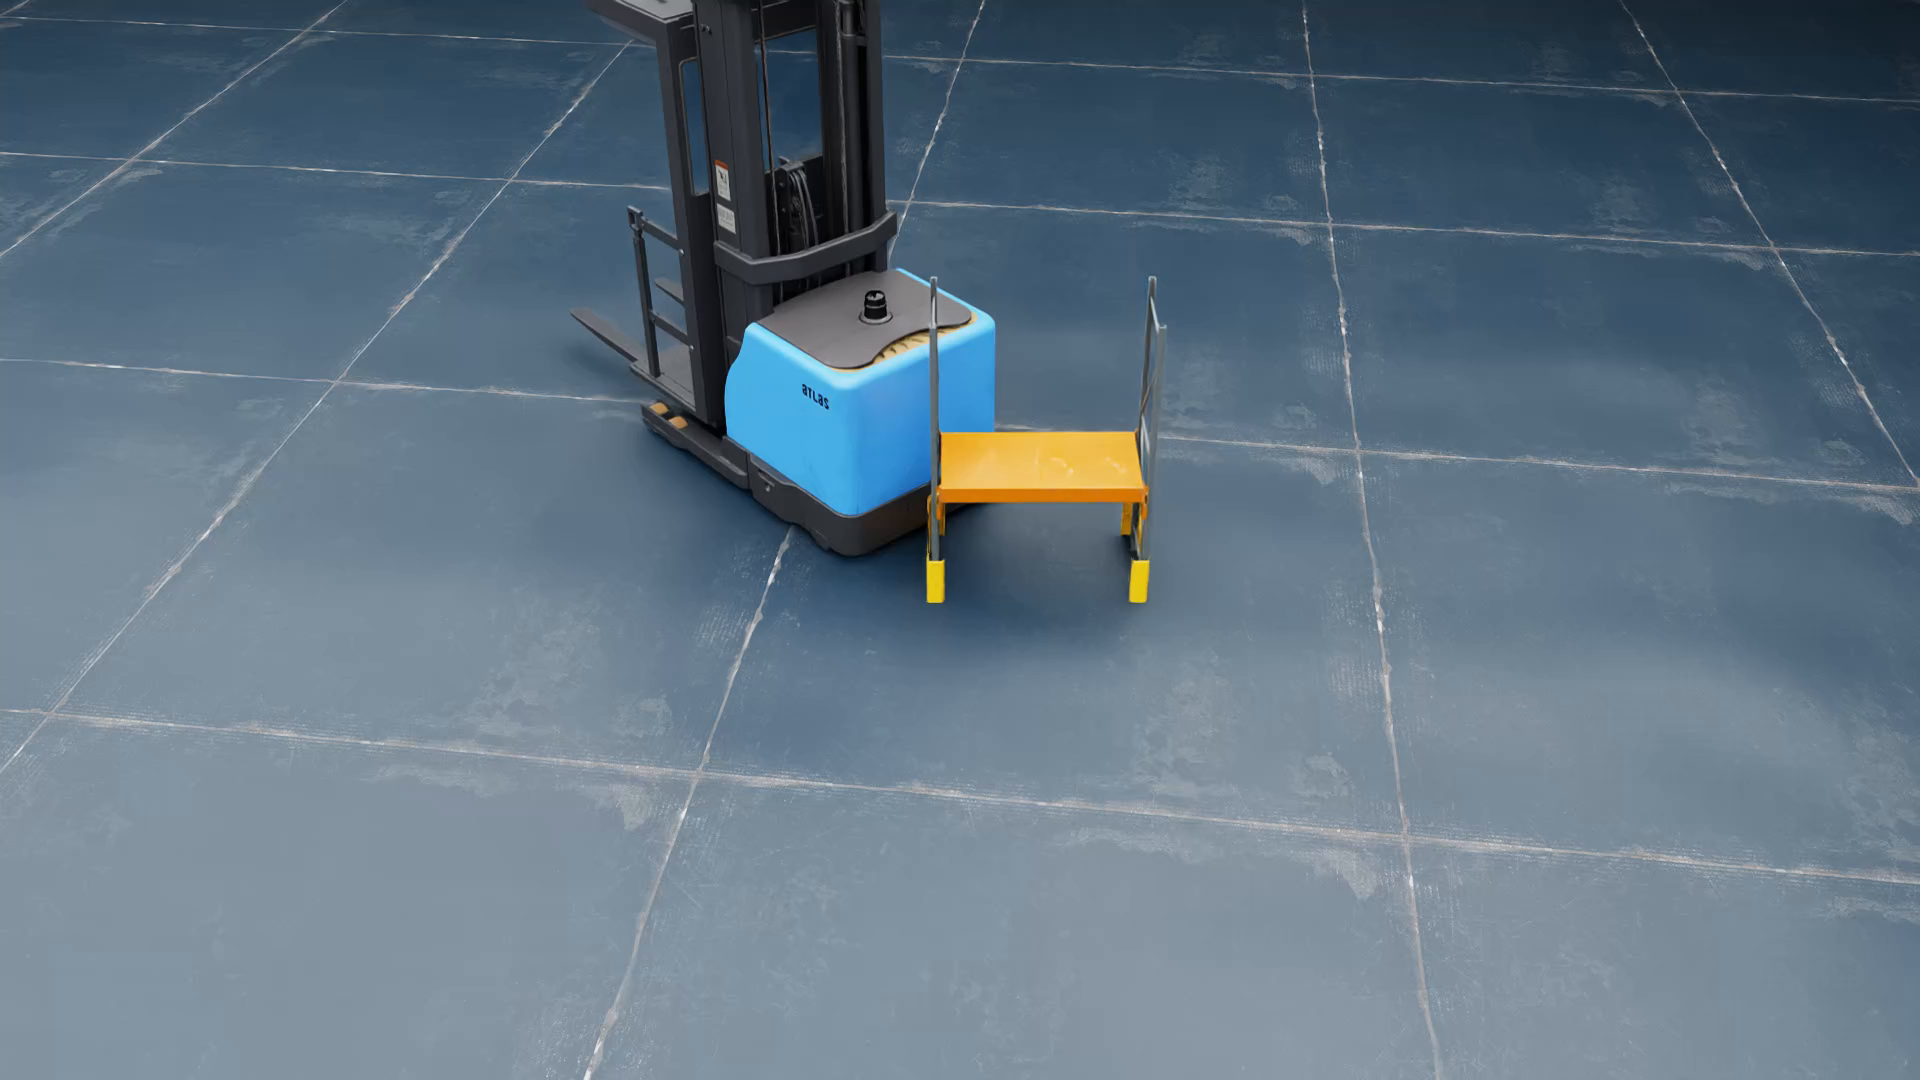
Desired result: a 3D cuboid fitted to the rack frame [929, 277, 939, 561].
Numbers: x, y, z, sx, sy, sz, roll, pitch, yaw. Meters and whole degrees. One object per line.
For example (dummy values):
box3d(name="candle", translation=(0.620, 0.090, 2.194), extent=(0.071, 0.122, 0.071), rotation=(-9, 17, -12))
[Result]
box3d(name="rack frame", translation=(-0.121, -0.469, 7.974), extent=(0.032, 1.500, 0.500), rotation=(0, 36, 0))

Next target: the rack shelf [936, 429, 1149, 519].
box3d(name="rack shelf", translation=(0.387, -0.324, 8.079), extent=(1.000, 0.185, 0.538), rotation=(0, 36, 0))

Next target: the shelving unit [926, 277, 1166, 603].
box3d(name="shelving unit", translation=(0.378, -0.470, 7.975), extent=(1.083, 1.500, 0.587), rotation=(0, 36, 0))

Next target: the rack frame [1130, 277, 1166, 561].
box3d(name="rack frame", translation=(0.895, -0.471, 7.976), extent=(0.032, 1.500, 0.500), rotation=(0, 36, 0))

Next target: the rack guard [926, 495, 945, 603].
box3d(name="rack guard", translation=(-0.120, 0.039, 8.337), extent=(0.087, 0.250, 0.587), rotation=(0, 36, 0))

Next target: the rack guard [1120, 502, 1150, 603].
box3d(name="rack guard", translation=(0.876, 0.038, 8.339), extent=(0.087, 0.250, 0.587), rotation=(0, 36, 0))

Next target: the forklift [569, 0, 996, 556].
box3d(name="forklift", translation=(-1.152, -1.891, 8.733), extent=(1.130, 2.935, 3.031), rotation=(-27, 43, -32))
